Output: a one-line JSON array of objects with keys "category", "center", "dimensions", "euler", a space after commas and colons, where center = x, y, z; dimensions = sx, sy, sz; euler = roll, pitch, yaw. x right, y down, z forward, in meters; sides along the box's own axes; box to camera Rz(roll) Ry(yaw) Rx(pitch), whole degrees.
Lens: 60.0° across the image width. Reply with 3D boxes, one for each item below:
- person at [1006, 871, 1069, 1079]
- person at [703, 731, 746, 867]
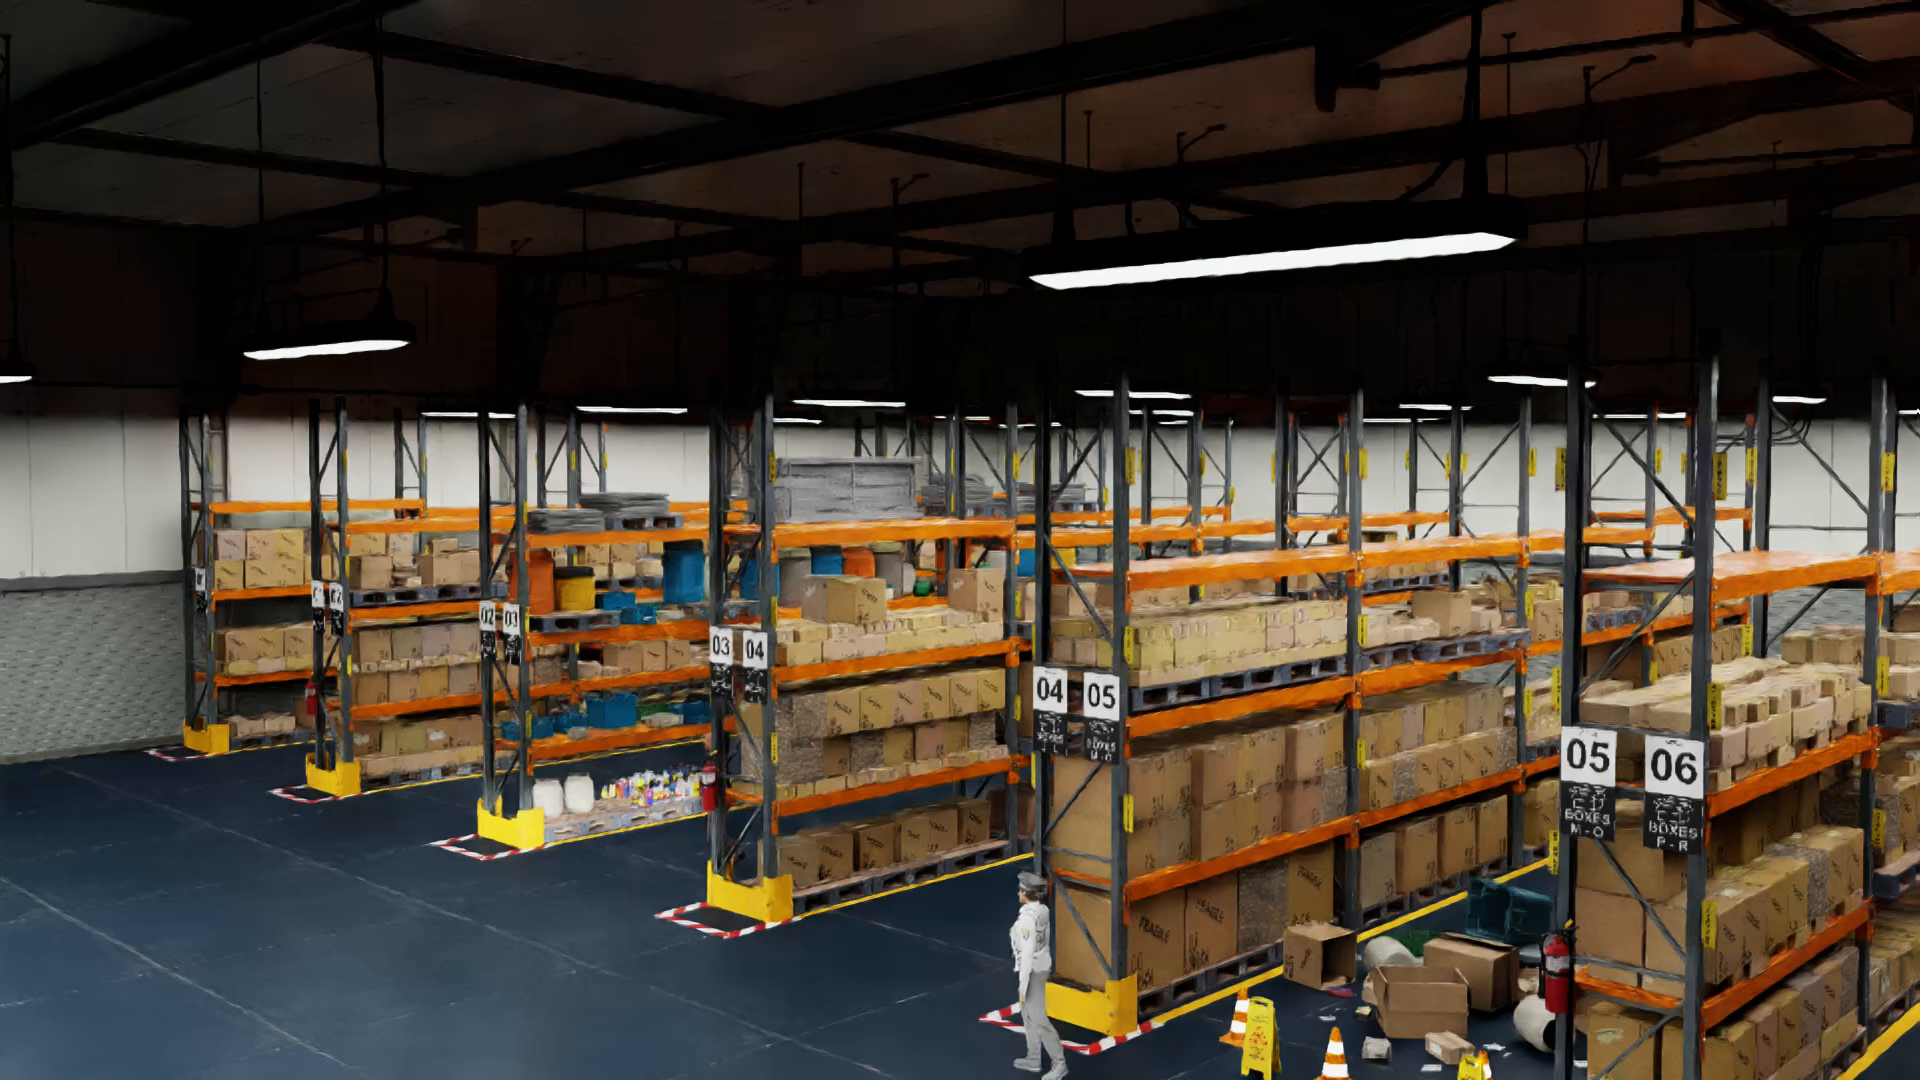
[{"category": "person", "center": [0.668, 3.611, 13.817], "dimensions": [0.524, 1.669, 0.572], "euler": [1, 3, 18]}, {"category": "person", "center": [-2.926, 3.227, 20.607], "dimensions": [0.522, 1.710, 0.587], "euler": [0, 3, -9]}]
